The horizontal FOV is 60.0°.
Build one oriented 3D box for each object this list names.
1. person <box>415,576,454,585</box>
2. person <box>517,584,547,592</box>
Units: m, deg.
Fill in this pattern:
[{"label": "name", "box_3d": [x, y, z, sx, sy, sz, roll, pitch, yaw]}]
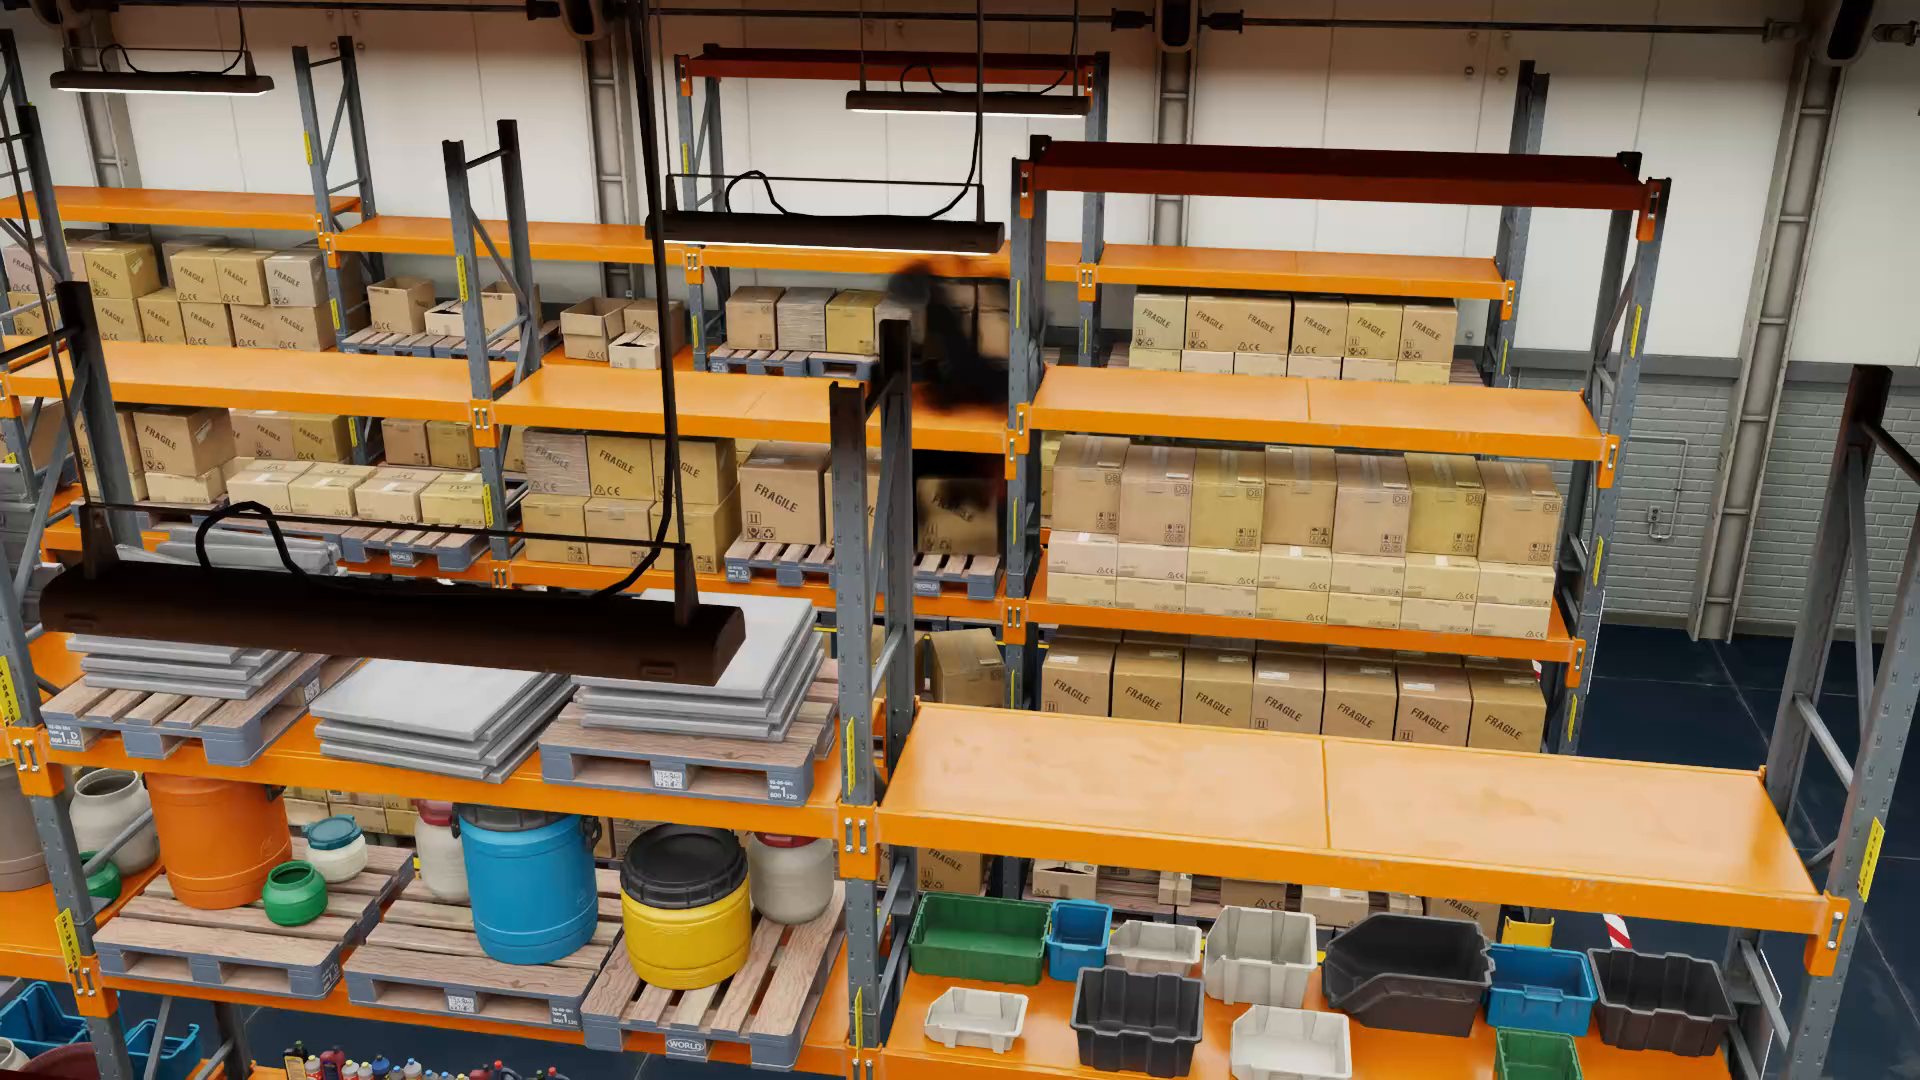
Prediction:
[{"label": "person", "box_3d": [-5.028, 0.966, 15.882, 0.580, 1.722, 0.699, 1, 23, 3]}, {"label": "person", "box_3d": [-4.175, 0.963, 16.039, 0.710, 1.644, 0.503, 1, 23, 2]}]
